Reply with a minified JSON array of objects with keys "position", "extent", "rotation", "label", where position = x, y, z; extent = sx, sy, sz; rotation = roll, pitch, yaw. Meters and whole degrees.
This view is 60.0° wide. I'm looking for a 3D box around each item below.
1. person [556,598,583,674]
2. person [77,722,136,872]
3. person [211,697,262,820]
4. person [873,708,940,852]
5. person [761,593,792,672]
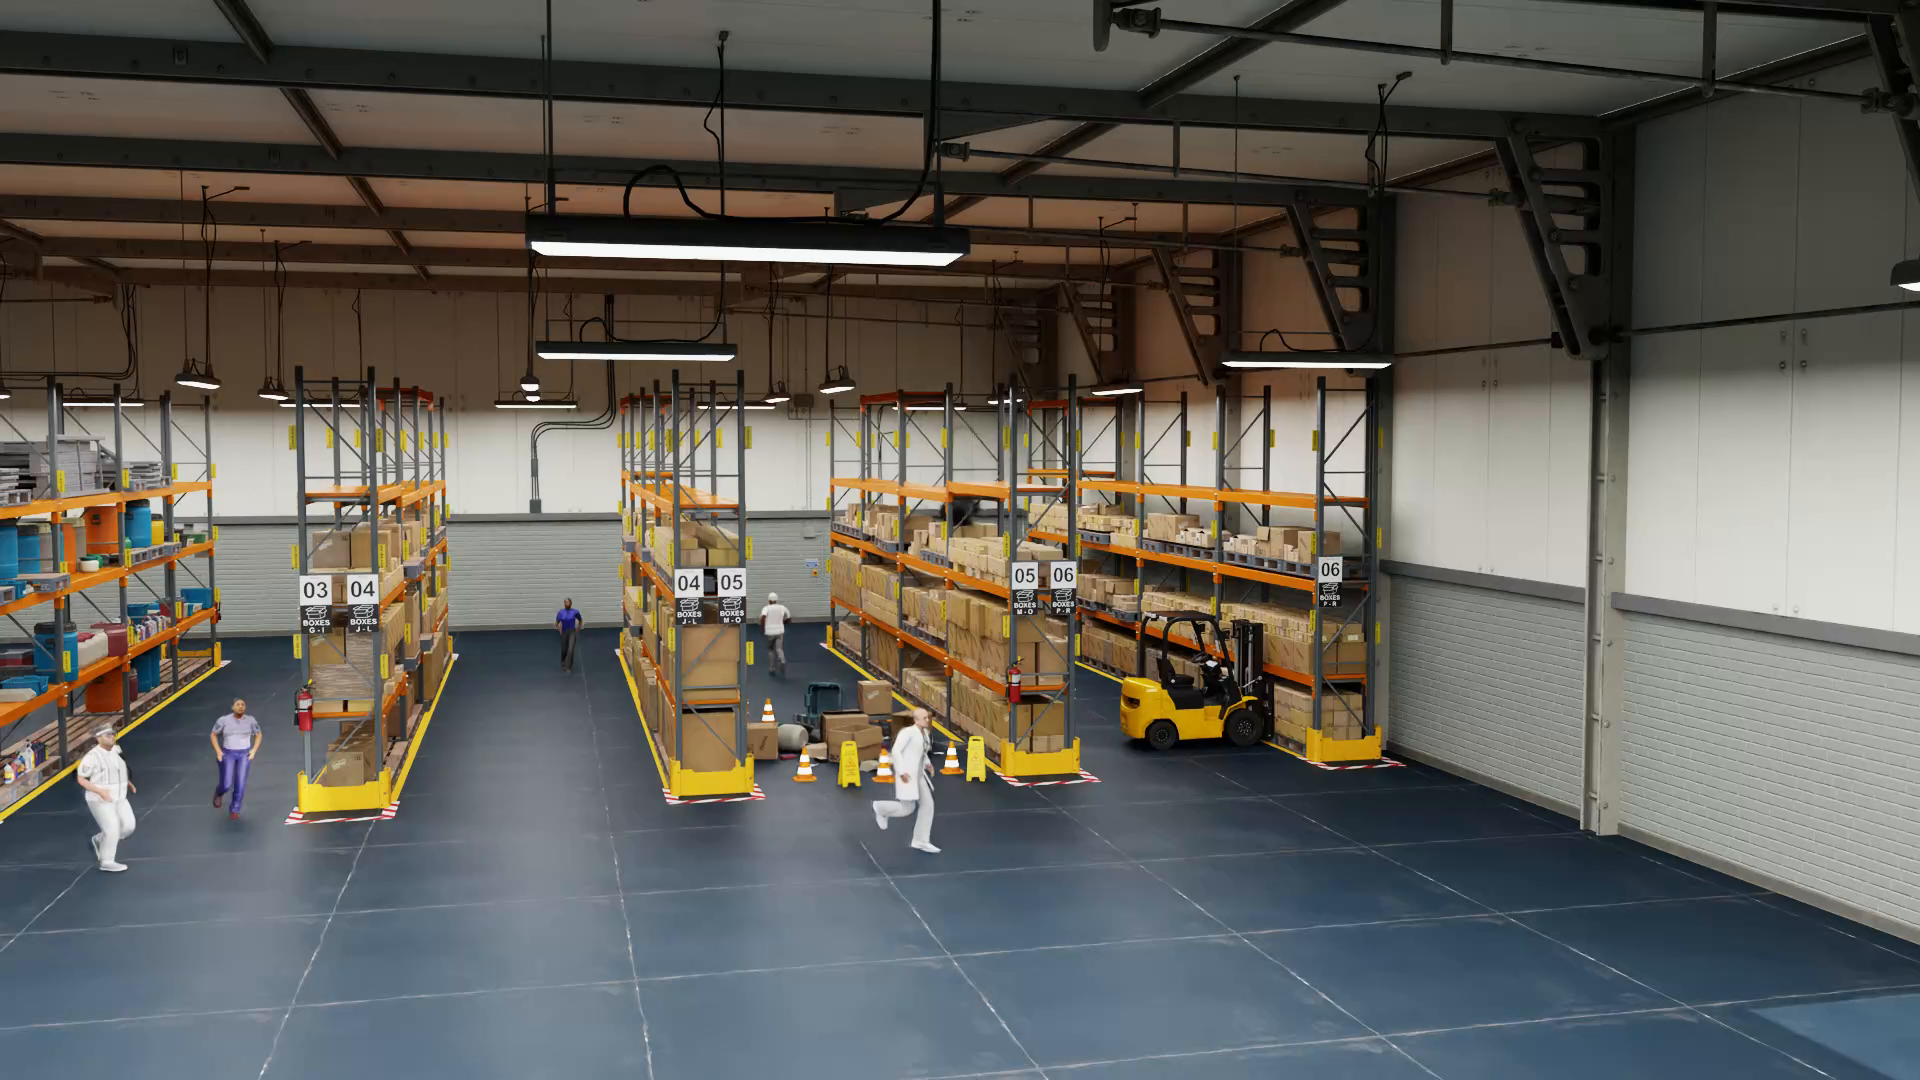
[{"position":[-8.445,2.060,35.971],"extent":[0.583,1.641,0.684],"rotation":[-1,3,-10],"label":"person"},{"position":[-9.934,2.977,19.325],"extent":[0.597,1.737,0.648],"rotation":[1,4,17],"label":"person"},{"position":[-9.649,2.909,22.200],"extent":[0.627,1.634,0.556],"rotation":[-2,4,-33],"label":"person"},{"position":[-0.645,2.932,20.472],"extent":[0.938,1.759,0.718],"rotation":[2,4,32],"label":"person"},{"position":[-3.939,2.008,35.491],"extent":[0.725,1.757,1.007],"rotation":[-1,4,-24],"label":"person"}]
